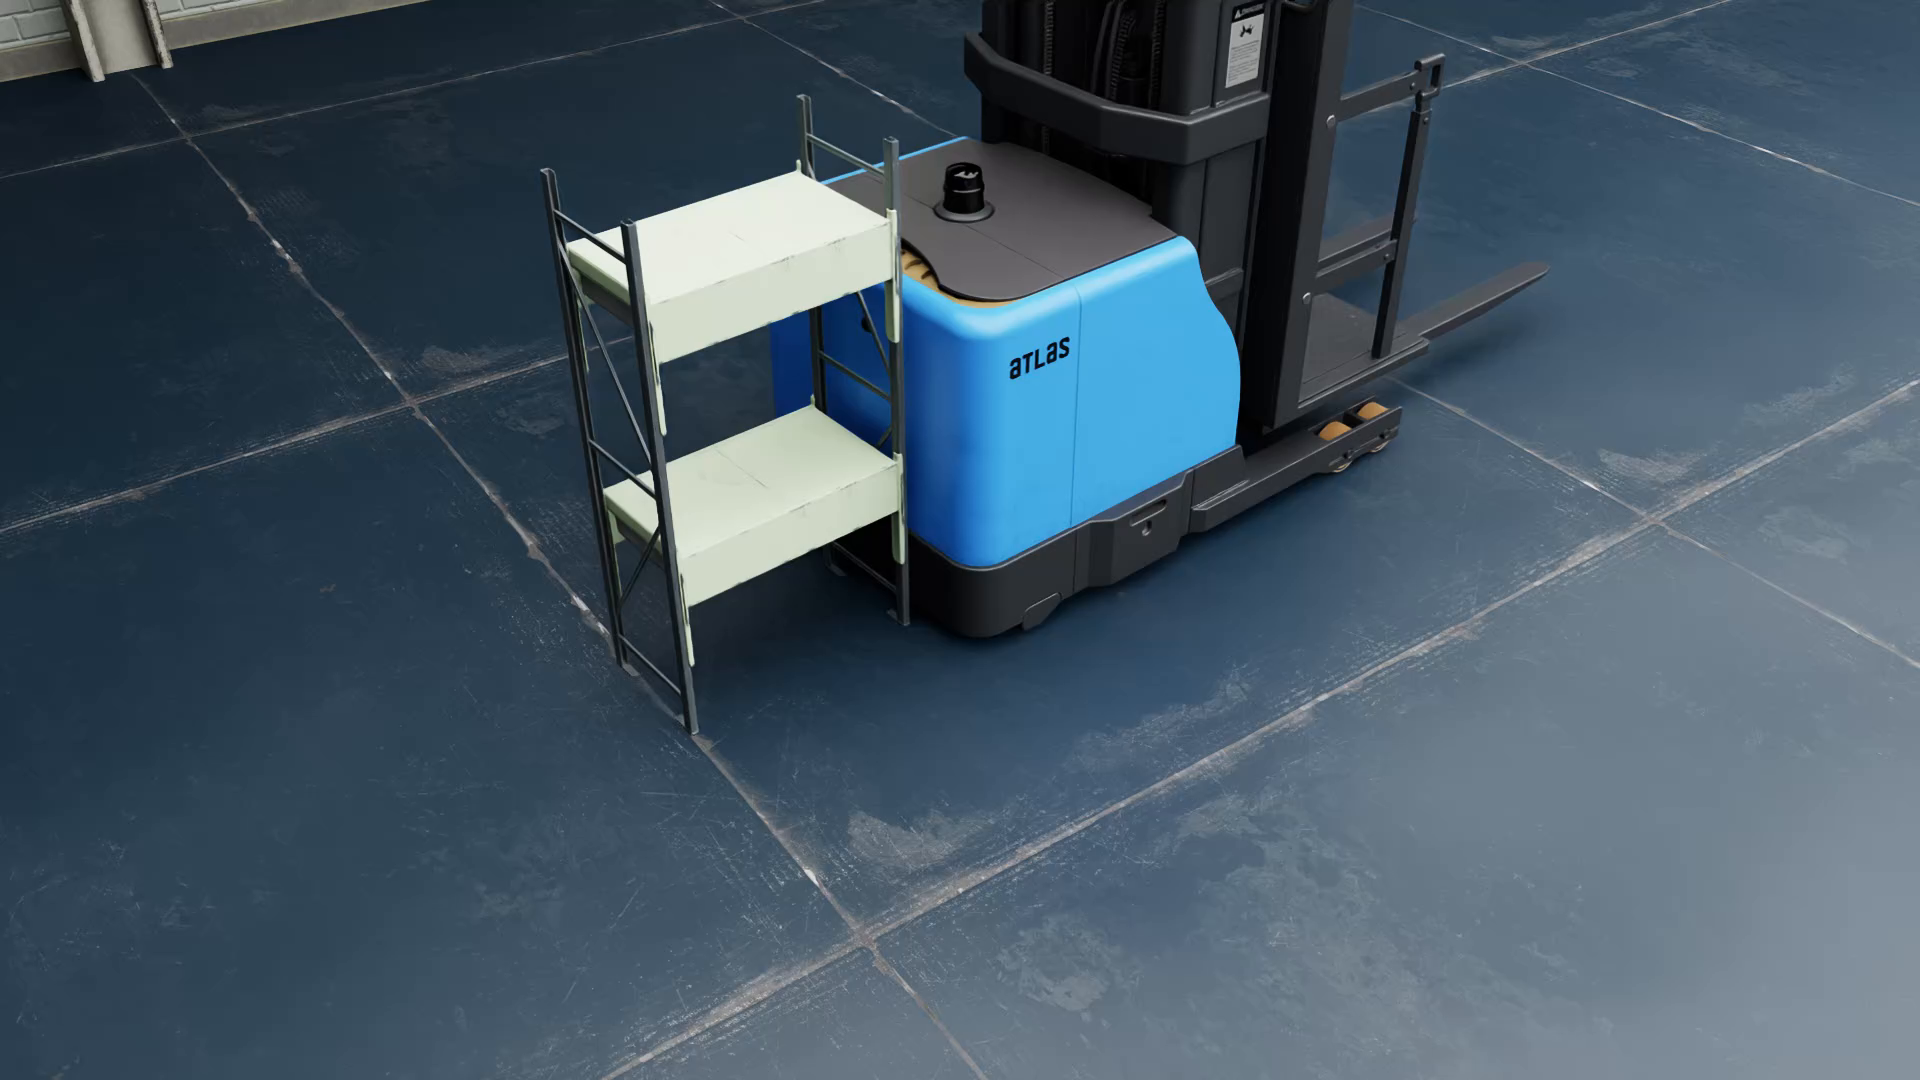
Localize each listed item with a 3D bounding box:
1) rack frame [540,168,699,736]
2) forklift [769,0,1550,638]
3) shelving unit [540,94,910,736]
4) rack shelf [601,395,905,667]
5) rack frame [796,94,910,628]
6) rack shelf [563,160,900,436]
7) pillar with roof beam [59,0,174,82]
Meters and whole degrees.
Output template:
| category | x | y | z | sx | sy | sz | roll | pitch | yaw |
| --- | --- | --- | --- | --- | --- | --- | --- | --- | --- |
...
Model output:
| category | x | y | z | sx | sy | sz | roll | pitch | yaw |
| --- | --- | --- | --- | --- | --- | --- | --- | --- | --- |
| rack frame | -0.846 | -0.170 | 4.202 | 0.023 | 1.500 | 0.400 | -26 | 43 | -31 |
| forklift | 0.867 | -1.629 | 5.004 | 3.031 | 2.935 | 1.130 | -26 | 43 | -31 |
| shelving unit | -0.565 | -0.307 | 4.392 | 0.755 | 1.500 | 0.431 | -26 | 43 | -31 |
| rack shelf | -0.565 | -0.042 | 4.583 | 0.720 | 0.370 | 0.431 | -26 | 43 | -31 |
| rack frame | -0.284 | -0.444 | 4.583 | 0.023 | 1.500 | 0.400 | -26 | 43 | -31 |
| rack shelf | -0.565 | -0.624 | 4.165 | 0.720 | 0.370 | 0.431 | -26 | 43 | -31 |
| pillar with roof beam | -1.880 | -4.080 | 3.216 | 0.400 | 9.000 | 9.100 | -22 | 41 | -28 |
